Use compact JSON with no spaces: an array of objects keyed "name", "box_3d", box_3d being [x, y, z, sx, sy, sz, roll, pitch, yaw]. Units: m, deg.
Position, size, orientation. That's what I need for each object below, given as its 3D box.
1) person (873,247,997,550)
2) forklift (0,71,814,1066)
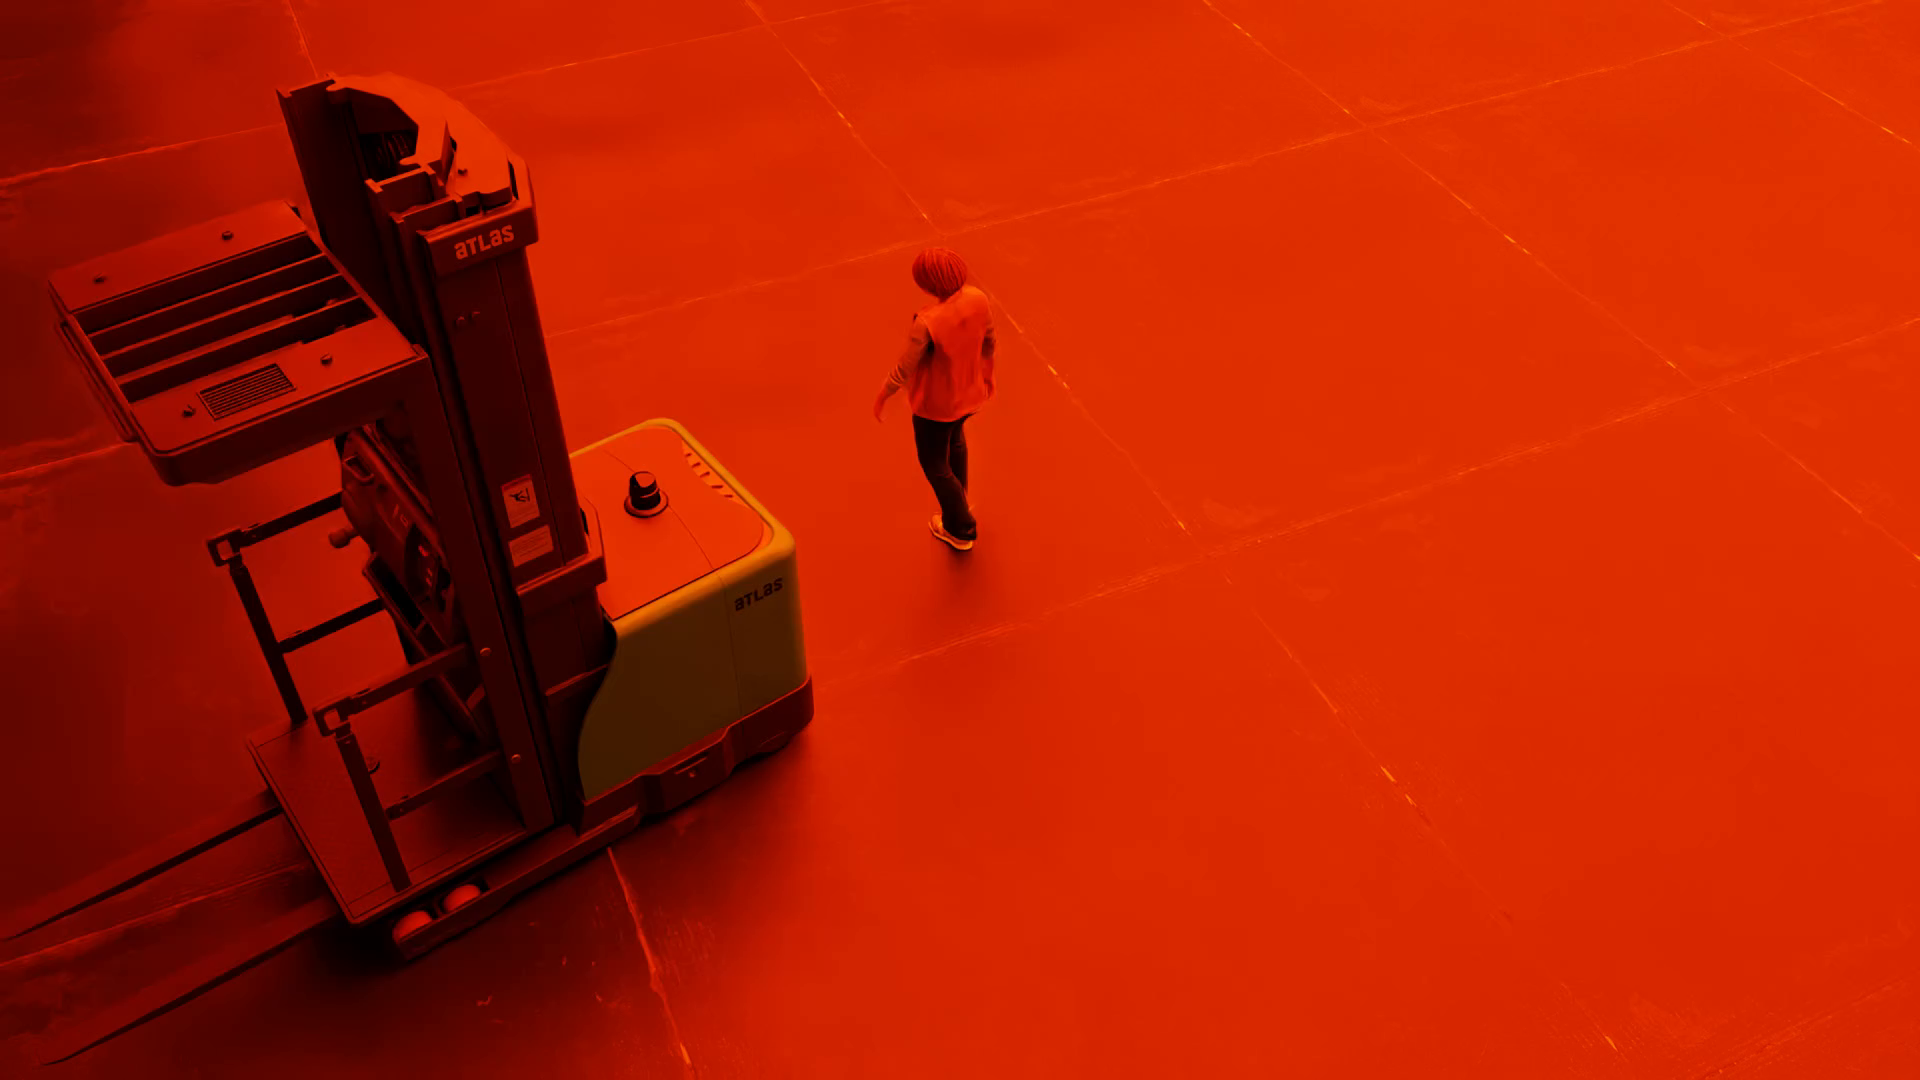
[{"name":"person","box_3d":[-0.103,-0.649,7.371,0.547,1.578,0.519,-34,53,-31]},{"name":"forklift","box_3d":[-2.089,0.057,5.620,3.031,2.935,1.130,-27,50,-26]}]
